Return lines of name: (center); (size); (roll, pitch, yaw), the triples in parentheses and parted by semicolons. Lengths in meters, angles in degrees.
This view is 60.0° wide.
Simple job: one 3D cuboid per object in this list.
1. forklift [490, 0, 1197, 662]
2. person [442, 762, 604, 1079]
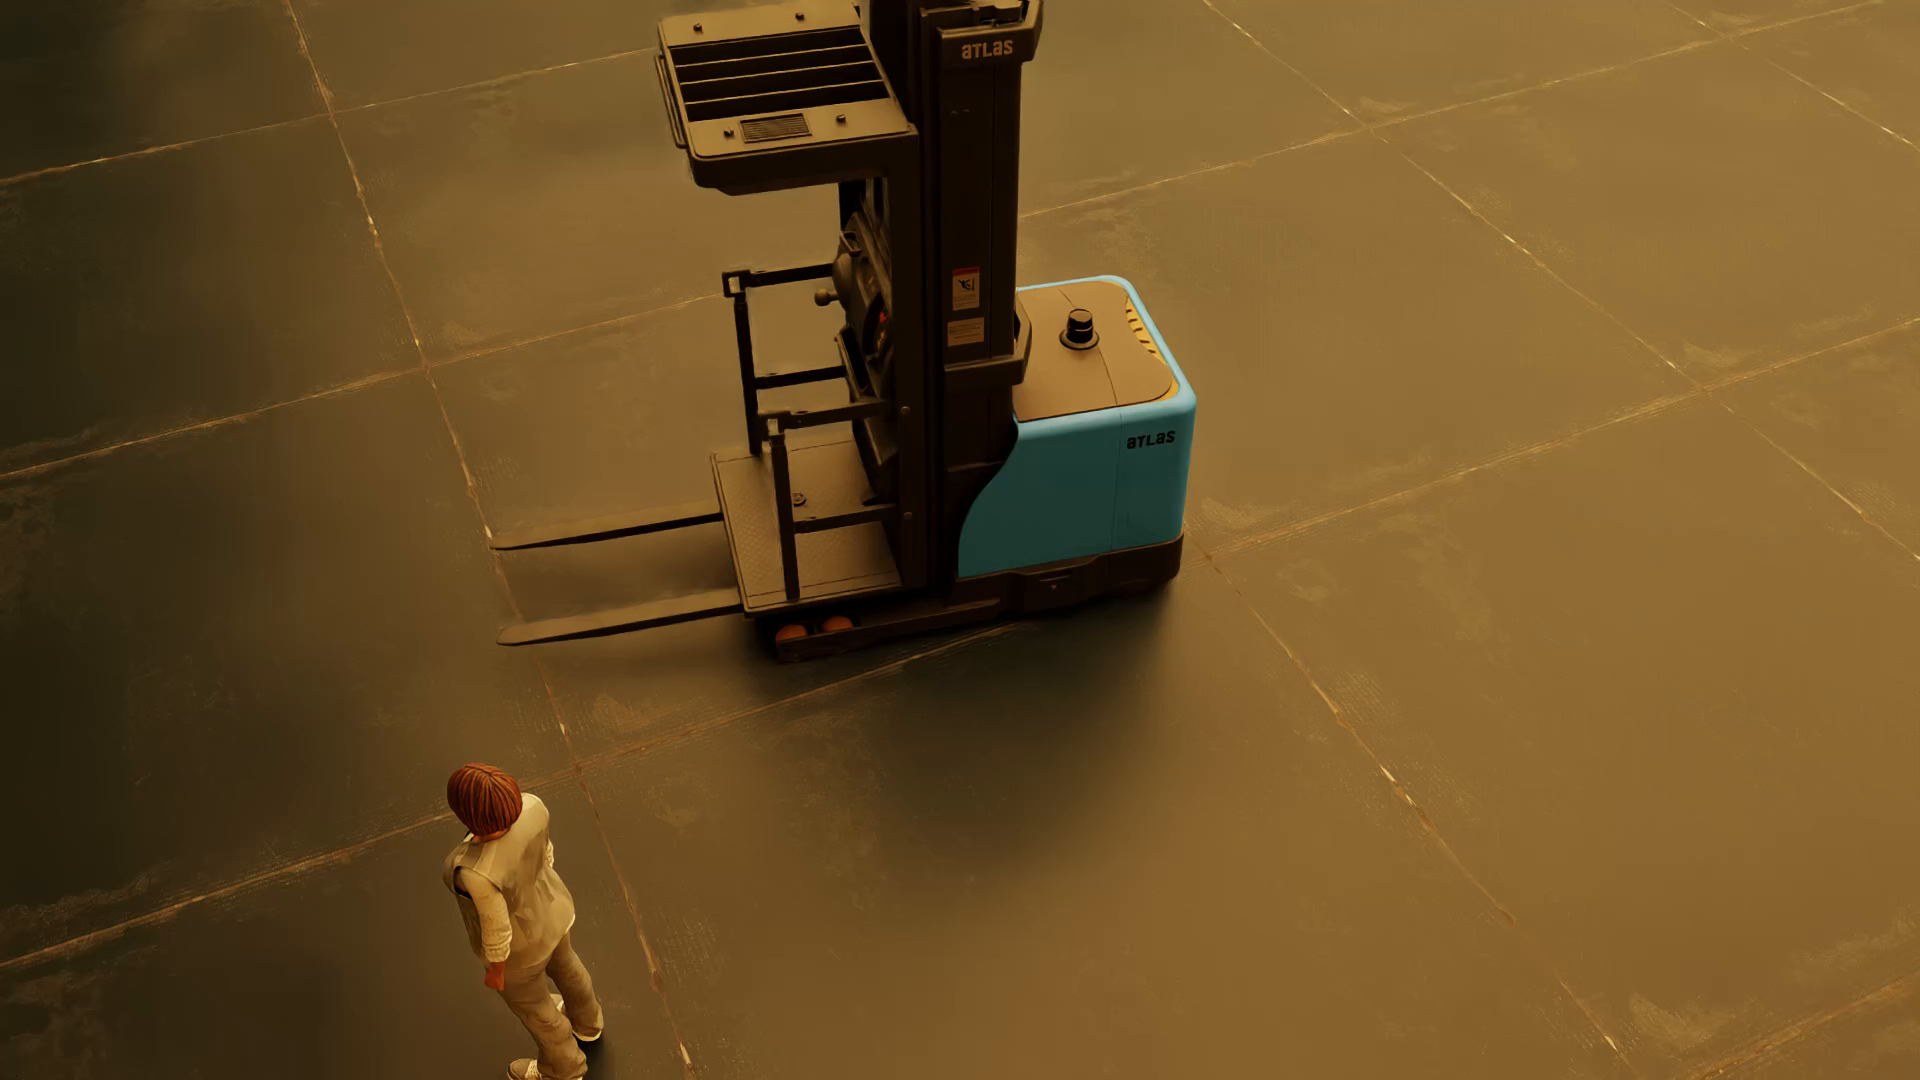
forklift: (-0.573, -0.942, 6.689); (3.031, 2.935, 1.130); (-10, 44, -10)
person: (-1.406, 1.244, 5.327); (0.331, 1.597, 0.411); (13, 44, 13)
